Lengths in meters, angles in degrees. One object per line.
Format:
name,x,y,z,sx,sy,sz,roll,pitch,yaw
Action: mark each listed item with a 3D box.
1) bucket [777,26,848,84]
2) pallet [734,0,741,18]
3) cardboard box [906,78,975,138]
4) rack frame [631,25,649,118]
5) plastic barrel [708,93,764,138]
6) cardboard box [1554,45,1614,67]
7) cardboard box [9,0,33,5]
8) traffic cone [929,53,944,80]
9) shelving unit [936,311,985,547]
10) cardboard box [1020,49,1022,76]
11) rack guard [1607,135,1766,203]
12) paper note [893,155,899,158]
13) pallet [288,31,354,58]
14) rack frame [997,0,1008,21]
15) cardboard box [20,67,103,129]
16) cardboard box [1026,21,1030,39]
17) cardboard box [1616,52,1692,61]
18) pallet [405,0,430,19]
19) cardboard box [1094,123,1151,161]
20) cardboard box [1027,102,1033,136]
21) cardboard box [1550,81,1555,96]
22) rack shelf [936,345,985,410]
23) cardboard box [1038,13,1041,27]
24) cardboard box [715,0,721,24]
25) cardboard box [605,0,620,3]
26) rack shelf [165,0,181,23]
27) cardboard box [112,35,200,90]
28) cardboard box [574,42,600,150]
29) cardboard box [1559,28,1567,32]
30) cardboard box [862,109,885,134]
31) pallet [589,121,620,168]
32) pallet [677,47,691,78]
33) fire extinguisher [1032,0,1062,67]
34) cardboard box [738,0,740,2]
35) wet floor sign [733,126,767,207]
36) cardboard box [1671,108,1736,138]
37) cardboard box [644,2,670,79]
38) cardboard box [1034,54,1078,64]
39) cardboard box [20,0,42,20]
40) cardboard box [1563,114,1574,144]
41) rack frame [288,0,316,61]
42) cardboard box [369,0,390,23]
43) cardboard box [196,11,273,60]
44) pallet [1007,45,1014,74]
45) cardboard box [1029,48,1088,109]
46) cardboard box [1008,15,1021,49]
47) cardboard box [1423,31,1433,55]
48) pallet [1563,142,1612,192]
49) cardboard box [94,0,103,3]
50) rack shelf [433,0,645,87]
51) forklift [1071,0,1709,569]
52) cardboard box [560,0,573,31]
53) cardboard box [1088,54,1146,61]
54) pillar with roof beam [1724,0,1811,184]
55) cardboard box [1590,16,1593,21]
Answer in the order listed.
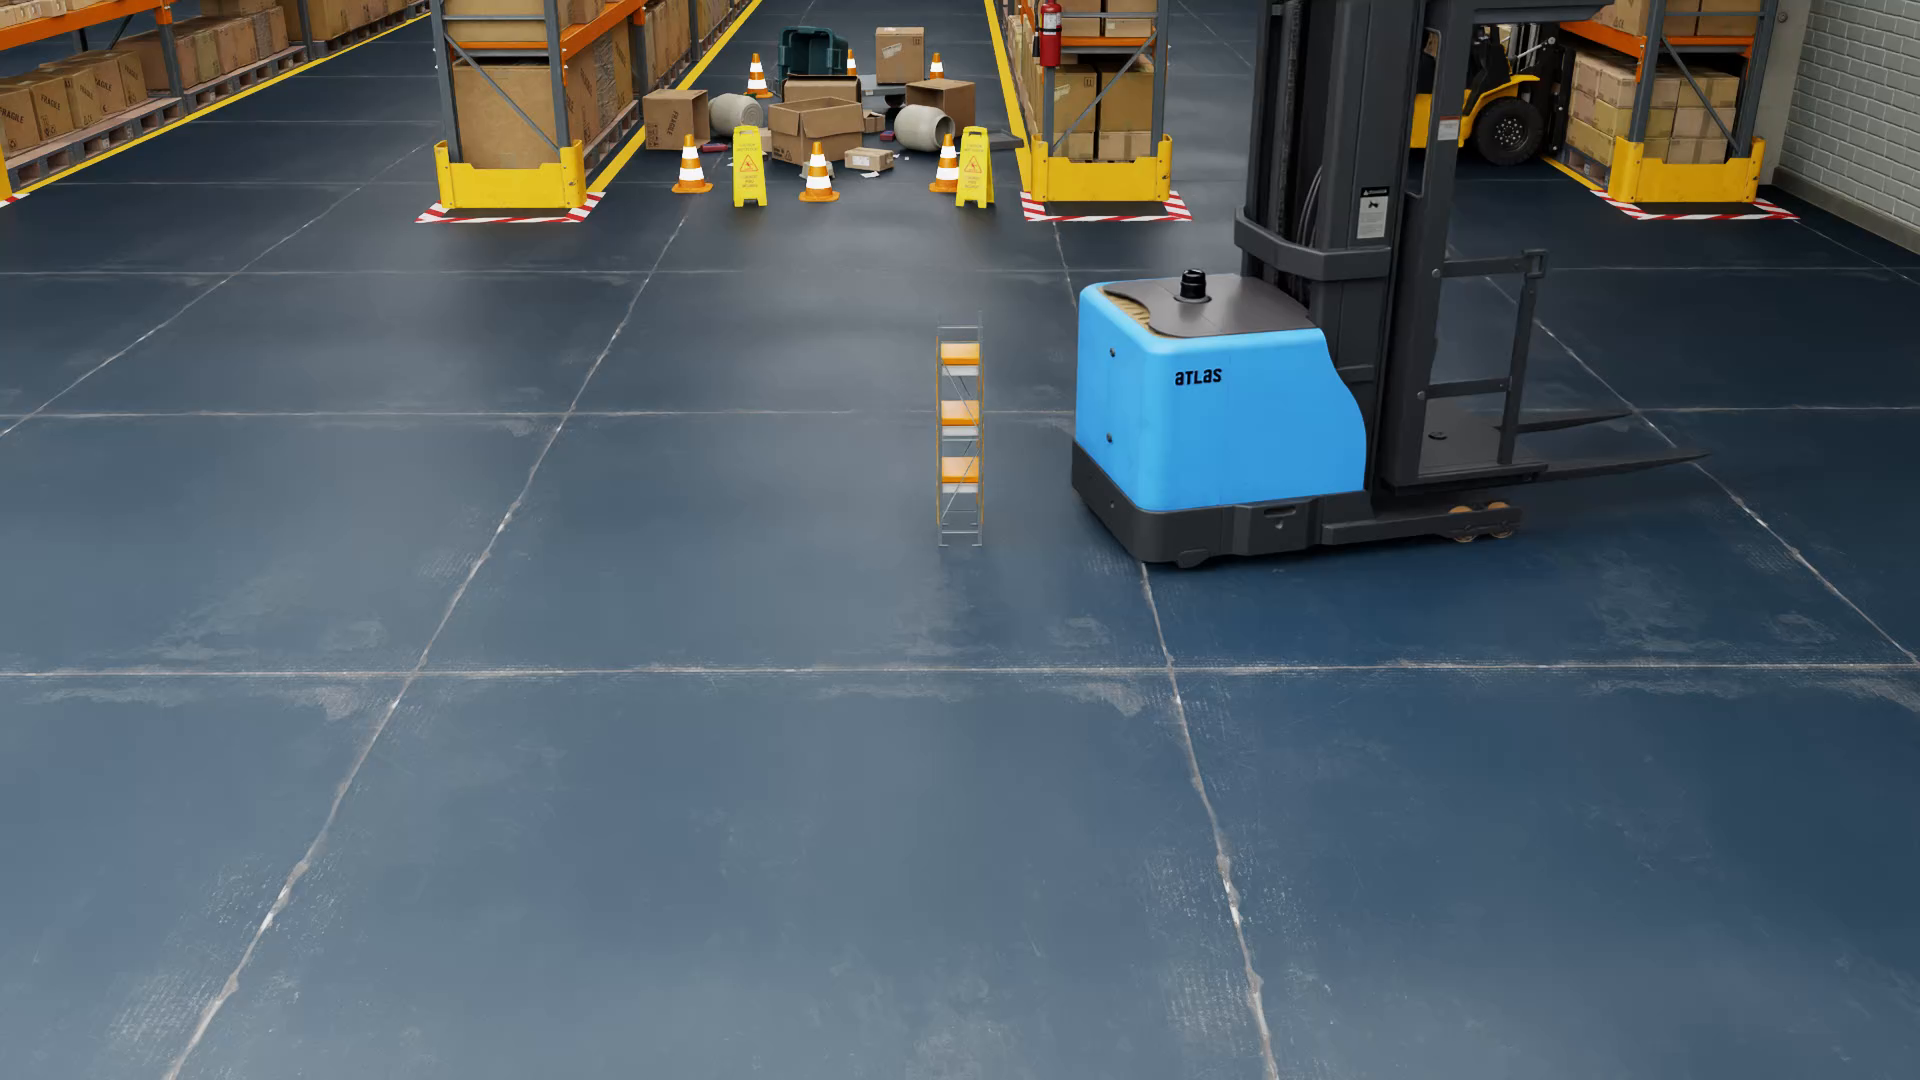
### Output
bucket,-1.490,-5.017,17.331,0.726,0.611,0.620,8,16,18
pallet,-3.926,-8.165,25.546,1.003,0.211,1.213,0,24,-1
cardboard box,-0.197,-4.340,16.737,0.500,0.500,0.500,19,30,35
rack frame,-3.796,-5.862,17.071,1.000,3.000,0.127,0,24,-1
plastic barrel,-2.250,-4.228,16.584,0.512,0.421,0.421,19,30,35
cardboard box,5.817,-4.511,15.698,0.500,0.250,0.500,-1,24,-2
cardboard box,-8.780,-5.053,14.799,0.875,0.500,0.500,0,24,-1
traffic cone,-0.261,-5.275,18.851,0.336,0.463,0.334,0,24,-1
shelving unit,-0.001,-0.500,7.582,0.215,1.050,0.252,0,24,-1
cardboard box,1.144,-5.136,18.145,0.950,0.372,0.625,0,24,0
rack guard,6.159,-3.153,14.114,1.175,0.500,0.348,0,24,-1
paper note,-0.664,-3.651,15.799,0.148,0.019,0.142,8,26,18
pallet,-8.734,-6.584,22.052,1.003,0.211,1.213,0,24,-1
rack frame,1.065,-9.222,24.501,1.000,3.000,0.127,0,24,-1
cardboard box,-8.694,-4.277,16.091,0.500,0.500,0.500,-2,24,-5
cardboard box,0.837,-4.994,16.281,0.380,0.149,0.250,1,24,1
cardboard box,6.339,-4.306,15.246,0.500,0.250,0.500,0,24,-1
pallet,-8.775,-8.221,25.671,1.003,0.211,1.213,0,24,-1
cardboard box,1.464,-3.550,14.786,0.500,0.250,0.500,0,24,-1
cardboard box,0.909,-3.977,15.731,0.500,0.250,0.500,-1,24,-2
cardboard box,5.818,-4.292,15.821,0.500,0.250,0.500,0,24,-1
rack shelf,-0.001,-0.749,7.470,0.215,0.259,0.240,0,24,-1
cardboard box,0.864,-4.420,14.188,0.380,0.149,0.250,-1,24,-1
cardboard box,-3.617,-7.484,23.182,0.500,0.500,0.500,-1,24,-2
cardboard box,-3.752,-5.552,16.203,0.875,0.550,0.550,0,24,-1
rack shelf,-8.779,-6.378,19.084,1.077,0.370,4.000,0,24,-1
cardboard box,-8.742,-5.196,18.098,0.700,0.500,0.500,-2,24,-5
cardboard box,-3.838,-4.079,15.197,0.875,0.875,0.875,-1,24,-1
cardboard box,6.314,-5.142,17.093,0.500,0.250,0.500,0,24,0
cardboard box,-0.985,-4.335,17.012,0.258,0.266,0.396,-19,31,-36
pallet,-3.850,-3.774,15.838,1.003,0.211,1.213,0,24,-1
pallet,-3.907,-5.915,20.571,1.003,0.211,1.213,0,24,-1
fire extinguisher,0.736,-4.193,13.475,0.296,0.674,0.183,0,24,-1
cardboard box,-3.569,-8.312,25.438,0.380,0.149,0.250,0,24,1
wet floor sign,-1.773,-3.138,13.905,0.267,0.644,0.232,-4,25,-10
cardboard box,6.362,-3.662,14.428,0.500,0.250,0.500,0,24,0
cardboard box,-3.900,-5.681,18.892,1.050,0.750,0.750,0,24,-1
cardboard box,0.855,-4.333,14.821,0.380,0.149,0.250,0,24,1
cardboard box,-8.499,-4.752,14.922,0.380,0.149,0.250,0,24,-1
cardboard box,5.846,-3.843,15.435,0.500,0.250,0.500,0,24,0
rack frame,-8.801,-7.530,20.758,1.000,3.000,0.127,0,24,-1
cardboard box,-8.807,-7.769,23.357,1.225,0.875,0.875,-1,24,-2
cardboard box,-8.755,-6.087,20.067,0.700,0.500,0.500,-2,24,-5
pallet,1.116,-5.982,20.719,1.003,0.211,1.213,0,24,-1
cardboard box,0.919,-4.310,15.556,0.500,0.500,0.500,-1,24,-2
cardboard box,1.105,-6.335,20.797,0.950,0.372,0.625,-2,24,-4
cardboard box,6.080,-6.181,20.149,0.875,0.625,0.625,1,24,1
pallet,6.109,-3.346,14.892,1.003,0.211,1.213,0,24,-1
cardboard box,-8.540,-5.267,16.061,0.380,0.149,0.250,0,24,-1
rack shelf,-3.775,-4.710,15.397,1.077,0.370,4.000,0,24,-1
forklift,2.122,-1.527,7.570,3.031,2.935,1.130,-6,25,-13
cardboard box,-3.830,-4.661,14.234,0.875,0.550,0.550,0,24,-1
cardboard box,1.455,-4.323,15.586,0.500,0.500,0.500,0,24,0
pillar with roof beam,2.748,-7.307,12.985,9.100,9.000,0.400,0,24,-1
cardboard box,5.889,-4.974,14.986,0.500,0.500,0.500,-1,24,-2
